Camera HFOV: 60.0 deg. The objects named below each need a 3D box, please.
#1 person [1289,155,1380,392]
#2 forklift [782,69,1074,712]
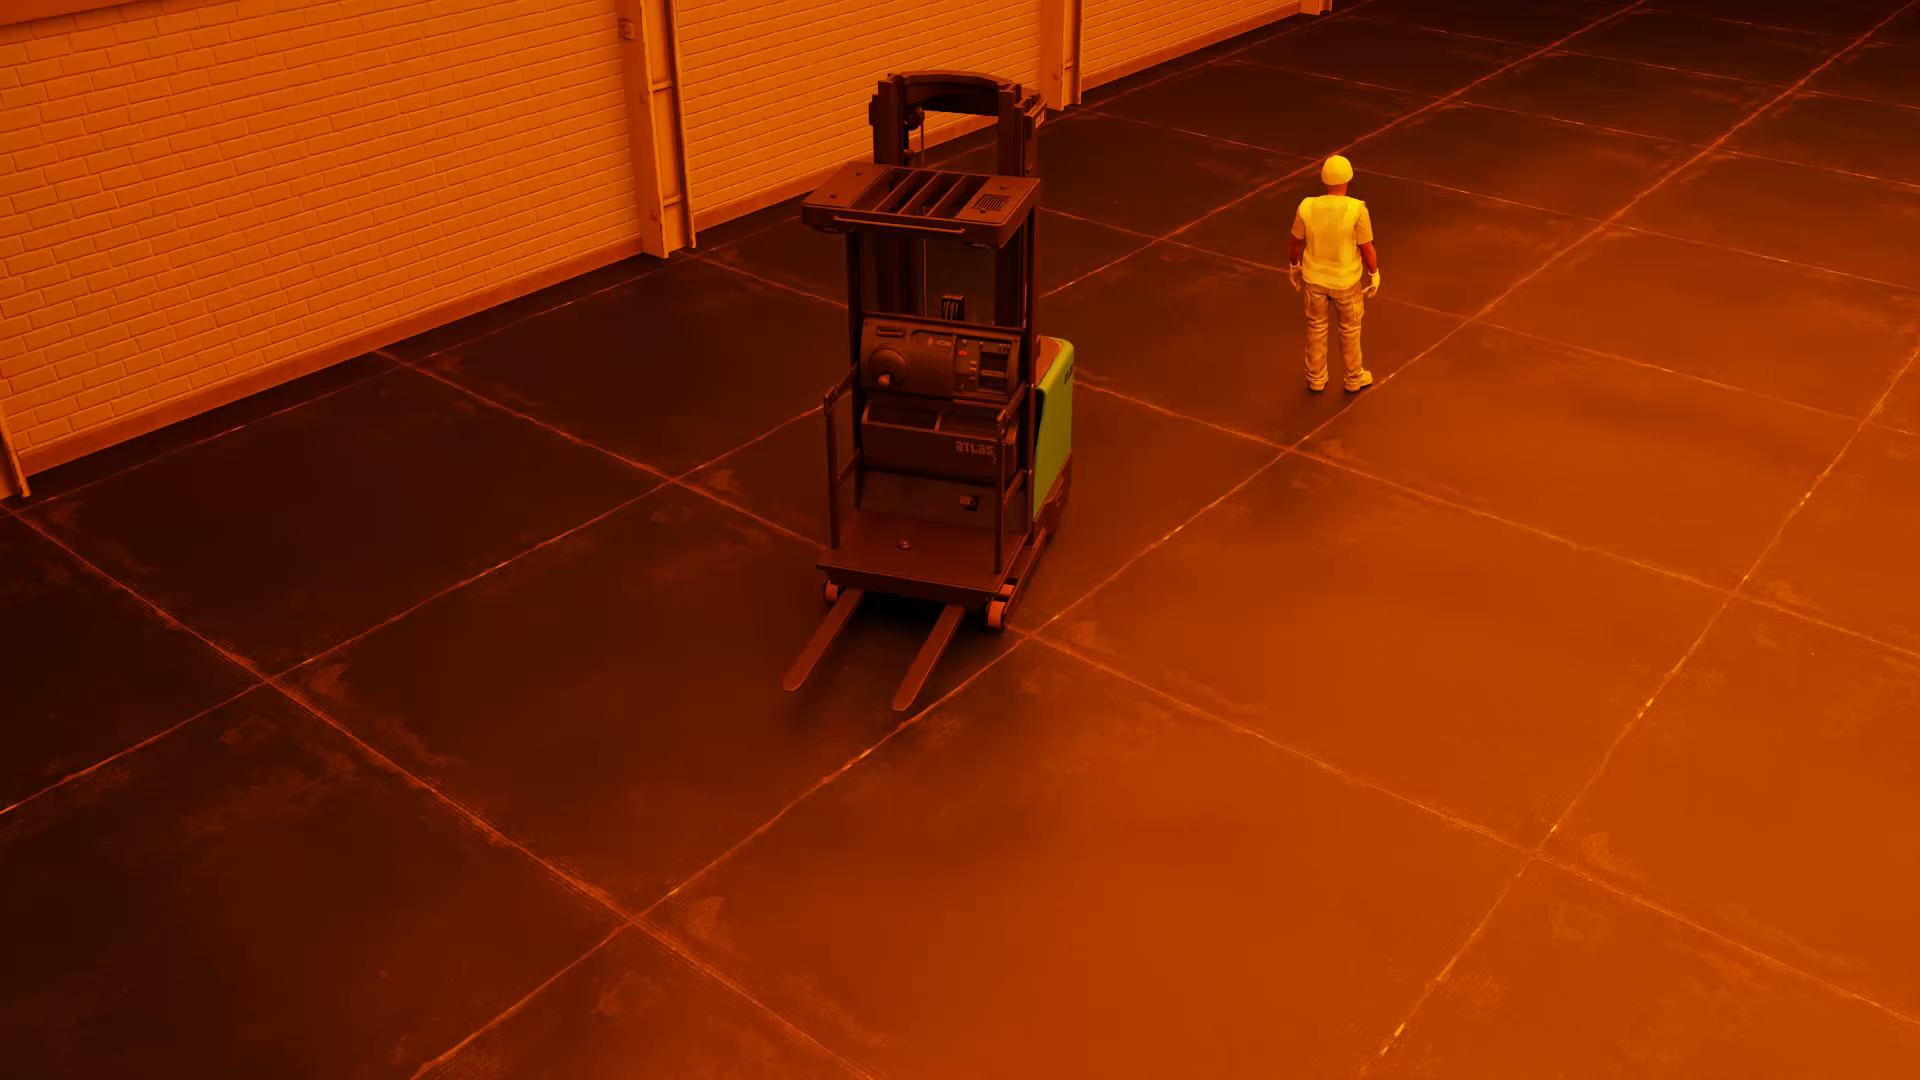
[{"bbox_3d":[2.718,-1.930,12.021,0.657,1.783,0.577,16,34,25],"label":"person"},{"bbox_3d":[-0.176,-0.972,9.258,1.130,2.935,3.031,9,31,14],"label":"forklift"}]
